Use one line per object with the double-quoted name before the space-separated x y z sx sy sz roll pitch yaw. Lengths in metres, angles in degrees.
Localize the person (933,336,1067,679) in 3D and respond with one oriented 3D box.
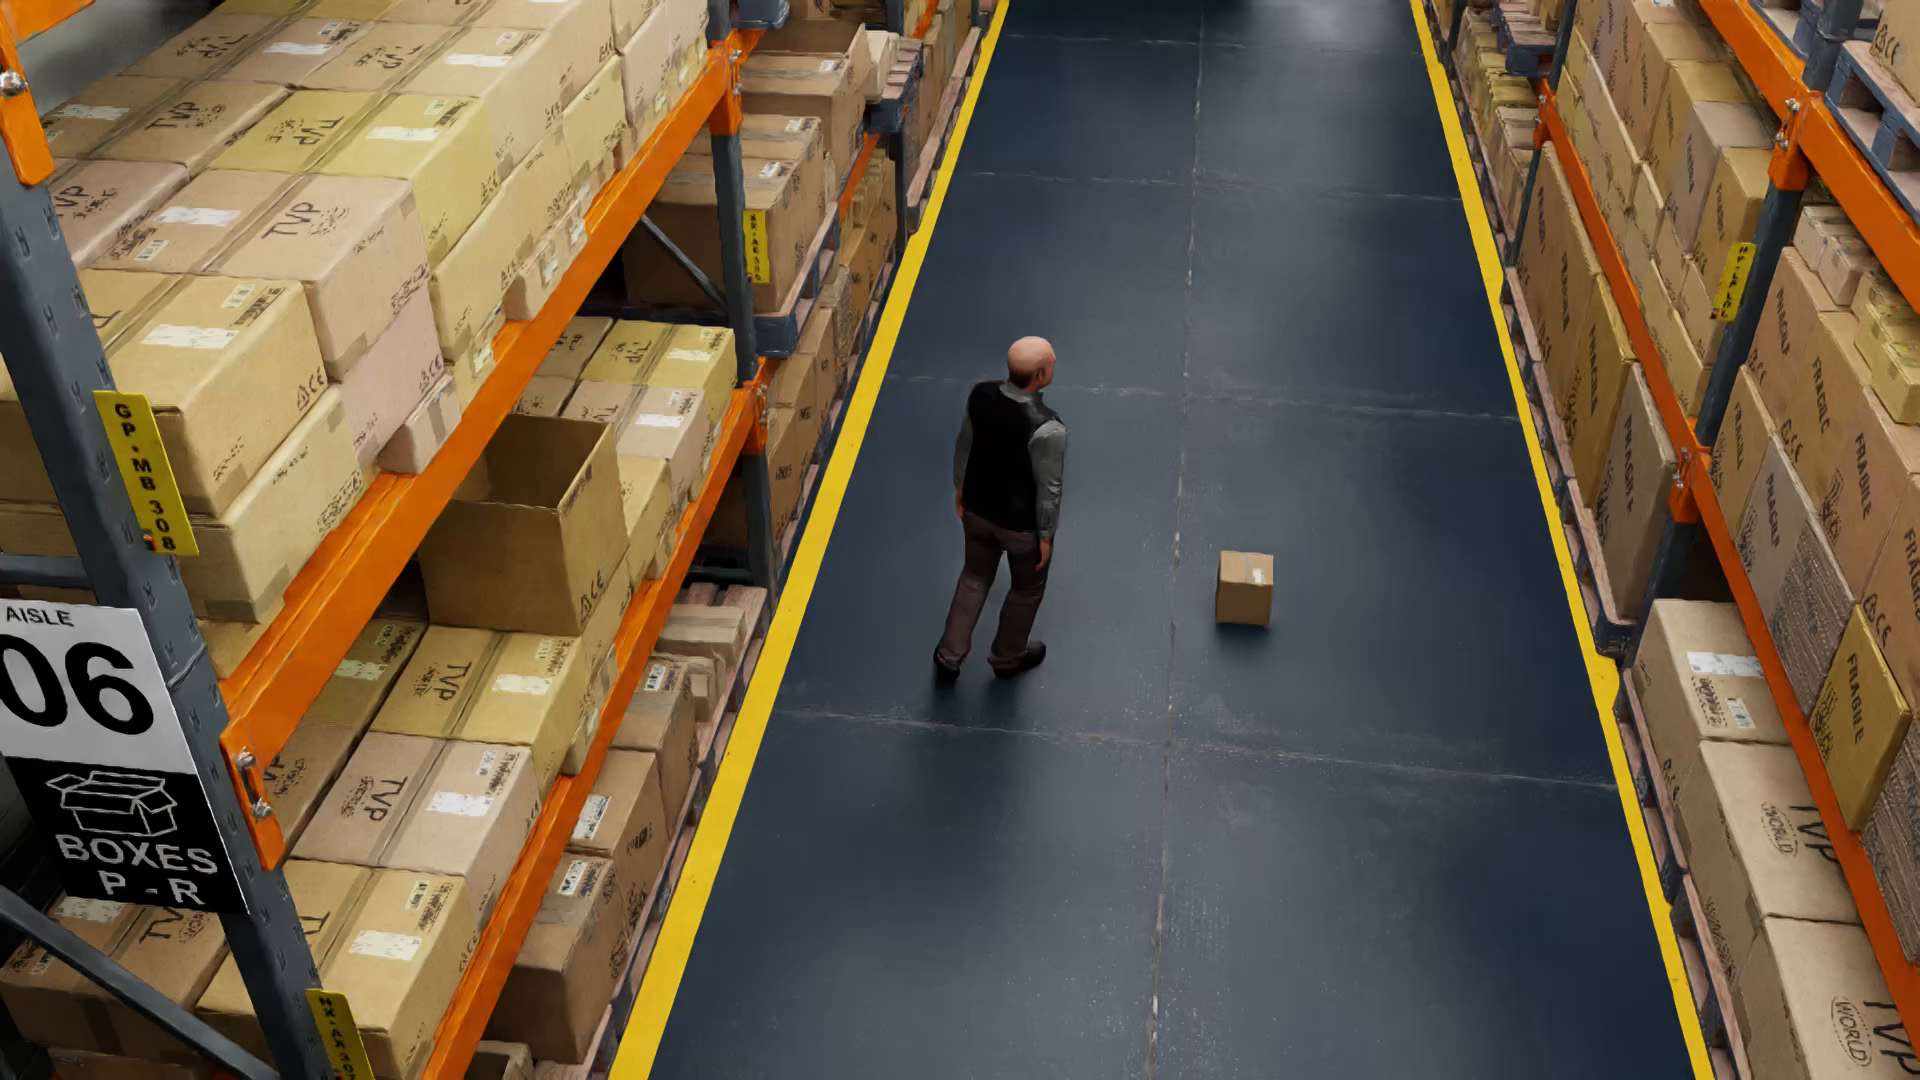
"person" 0.171 -0.080 7.174 0.569 1.712 0.543 26 43 31
